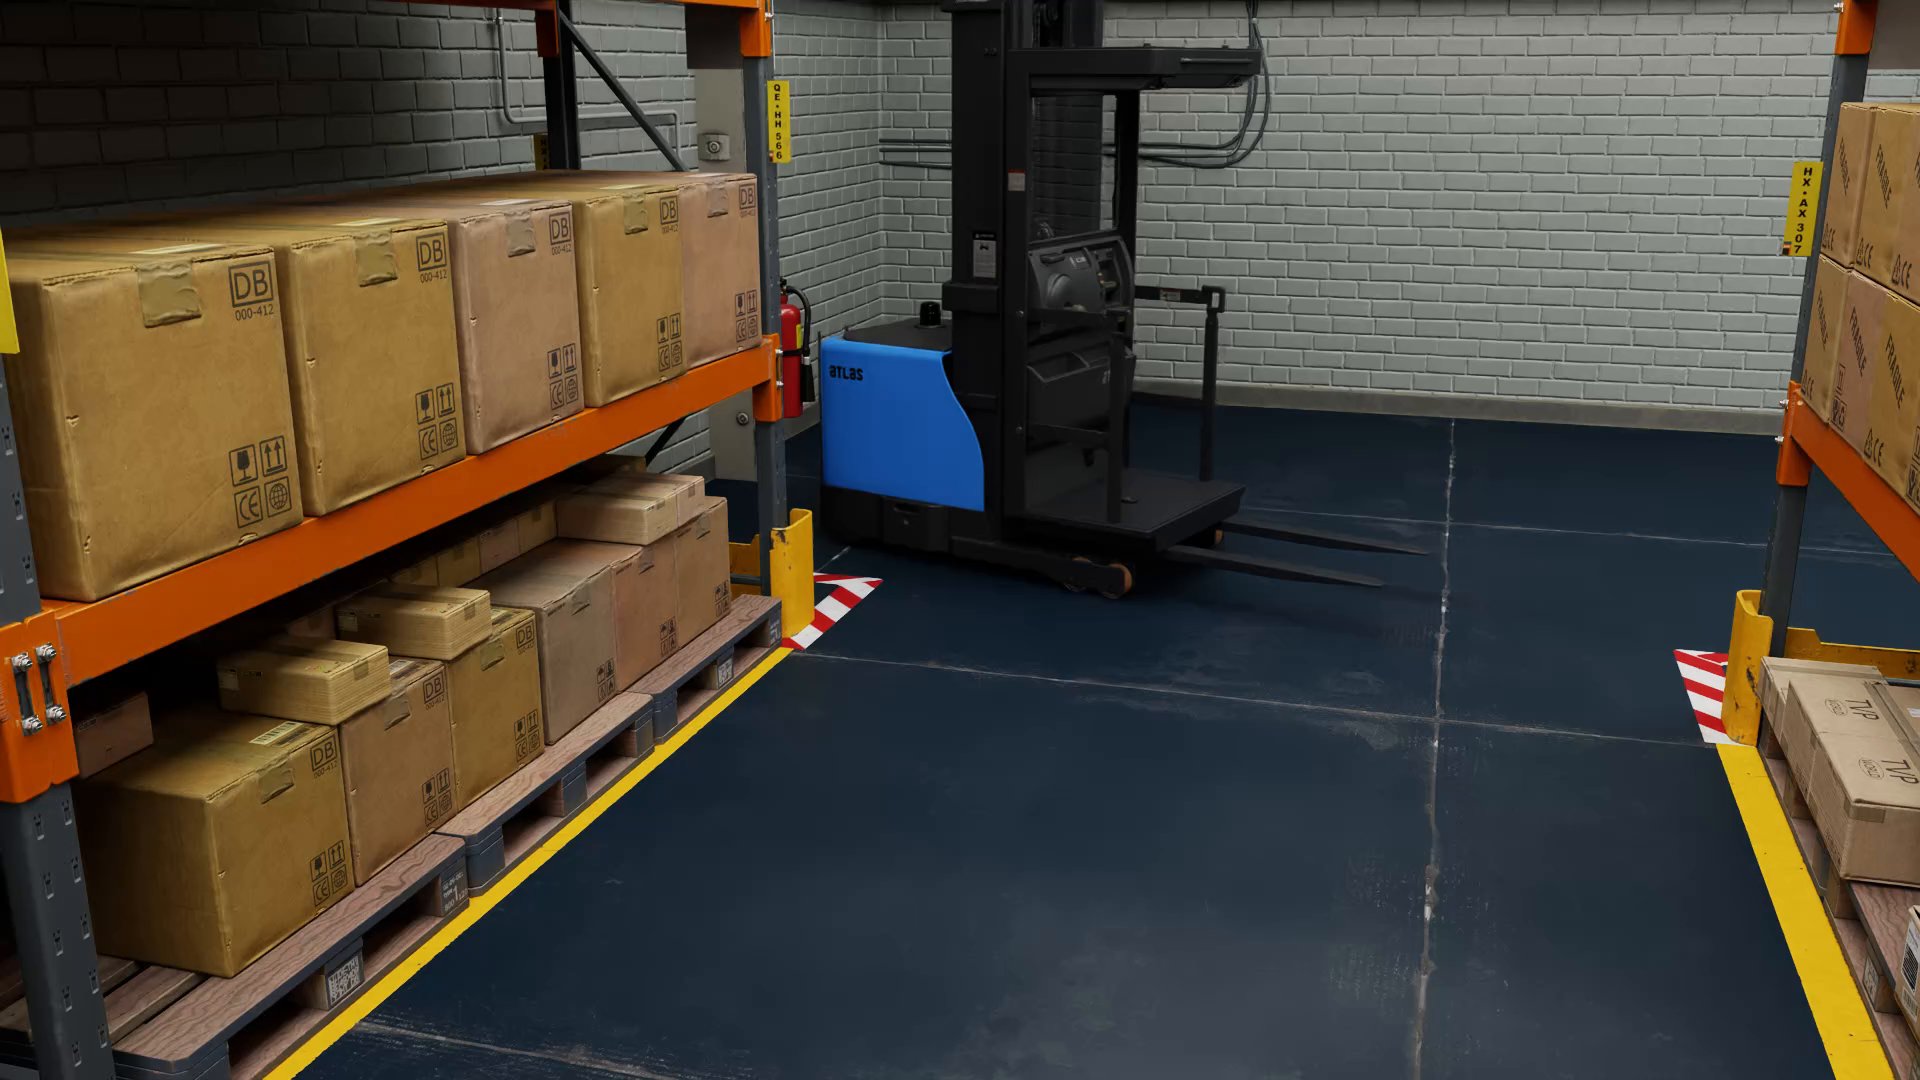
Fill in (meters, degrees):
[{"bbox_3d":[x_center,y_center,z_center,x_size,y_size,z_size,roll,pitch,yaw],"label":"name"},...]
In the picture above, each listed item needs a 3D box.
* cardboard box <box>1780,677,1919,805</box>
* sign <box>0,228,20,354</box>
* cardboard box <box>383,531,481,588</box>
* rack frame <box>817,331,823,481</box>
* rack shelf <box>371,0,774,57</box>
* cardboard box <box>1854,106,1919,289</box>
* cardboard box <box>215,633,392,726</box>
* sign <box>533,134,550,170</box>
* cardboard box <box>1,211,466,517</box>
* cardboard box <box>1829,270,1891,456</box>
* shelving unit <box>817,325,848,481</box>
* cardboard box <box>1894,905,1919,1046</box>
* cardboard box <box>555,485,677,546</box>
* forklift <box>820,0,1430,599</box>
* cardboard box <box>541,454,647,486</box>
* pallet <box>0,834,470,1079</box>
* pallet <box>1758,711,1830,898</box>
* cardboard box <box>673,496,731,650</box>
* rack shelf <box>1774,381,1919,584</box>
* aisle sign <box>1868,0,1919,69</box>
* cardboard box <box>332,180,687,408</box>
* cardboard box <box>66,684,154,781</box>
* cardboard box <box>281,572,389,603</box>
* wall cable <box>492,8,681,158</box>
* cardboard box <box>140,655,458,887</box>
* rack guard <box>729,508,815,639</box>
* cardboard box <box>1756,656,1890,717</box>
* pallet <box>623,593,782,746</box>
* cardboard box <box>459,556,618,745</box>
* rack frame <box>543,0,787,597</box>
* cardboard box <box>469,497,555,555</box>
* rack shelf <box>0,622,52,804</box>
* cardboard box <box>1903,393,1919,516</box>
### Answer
[{"bbox_3d":[2.921,0.656,5.253,0.500,0.250,0.500,5,16,16],"label":"cardboard box"},{"bbox_3d":[-1.875,-0.522,3.198,0.100,0.325,0.005,5,16,16],"label":"sign"},{"bbox_3d":[-1.879,0.073,5.696,0.380,0.149,0.250,5,17,16],"label":"cardboard box"},{"bbox_3d":[-0.681,-0.604,9.034,0.200,1.050,0.008,10,19,32],"label":"rack frame"},{"bbox_3d":[-1.830,-1.663,5.018,1.077,0.370,4.000,5,16,16],"label":"rack shelf"},{"bbox_3d":[2.969,-1.003,4.851,0.500,0.500,0.500,5,17,16],"label":"cardboard box"},{"bbox_3d":[-1.815,0.382,4.607,0.380,0.149,0.250,5,17,18],"label":"cardboard box"},{"bbox_3d":[-1.792,-1.589,7.202,0.100,0.325,0.005,5,16,16],"label":"sign"},{"bbox_3d":[-2.015,-0.519,4.611,0.980,0.700,0.700,4,16,14],"label":"cardboard box"},{"bbox_3d":[2.969,-0.523,4.995,0.500,0.500,0.500,4,16,15],"label":"cardboard box"},{"bbox_3d":[-0.613,-0.632,9.132,0.215,1.050,0.252,10,19,32],"label":"shelving unit"},{"bbox_3d":[2.456,1.055,3.735,0.500,0.311,0.500,5,16,16],"label":"cardboard box"},{"bbox_3d":[-1.298,-0.096,6.292,0.380,0.149,0.250,5,17,17],"label":"cardboard box"},{"bbox_3d":[0.773,-1.298,8.033,3.031,2.935,1.130,10,19,32],"label":"forklift"},{"bbox_3d":[-1.520,-0.258,6.866,0.380,0.149,0.250,5,17,16],"label":"cardboard box"},{"bbox_3d":[-2.107,1.106,4.545,1.003,0.211,1.213,5,16,16],"label":"pallet"},{"bbox_3d":[3.242,0.864,5.398,1.003,0.211,1.213,5,16,16],"label":"pallet"},{"bbox_3d":[-1.364,0.102,6.784,0.700,0.500,0.500,5,16,16],"label":"cardboard box"},{"bbox_3d":[2.921,0.163,4.076,1.077,0.370,4.000,5,16,16],"label":"rack shelf"},{"bbox_3d":[3.227,-1.998,5.611,0.394,0.787,0.004,5,16,16],"label":"aisle sign"},{"bbox_3d":[-1.593,-0.908,5.985,0.980,0.700,0.700,4,16,15],"label":"cardboard box"},{"bbox_3d":[-2.319,0.480,4.262,0.380,0.149,0.250,5,16,16],"label":"cardboard box"},{"bbox_3d":[-2.024,0.207,5.224,0.380,0.149,0.250,5,17,16],"label":"cardboard box"},{"bbox_3d":[-1.804,-1.987,8.475,0.084,1.984,1.851,5,16,16],"label":"wall cable"},{"bbox_3d":[-1.941,0.639,4.892,0.700,0.500,0.500,4,16,15],"label":"cardboard box"},{"bbox_3d":[-1.254,0.107,7.537,1.175,0.500,0.348,5,16,16],"label":"rack guard"},{"bbox_3d":[3.041,0.536,5.860,0.380,0.149,0.250,5,16,16],"label":"cardboard box"},{"bbox_3d":[-1.413,0.467,6.795,1.003,0.211,1.213,5,16,16],"label":"pallet"},{"bbox_3d":[-1.649,0.364,5.859,0.700,0.500,0.500,4,16,14],"label":"cardboard box"},{"bbox_3d":[-1.261,-1.090,7.174,1.000,3.000,0.127,5,16,16],"label":"rack frame"},{"bbox_3d":[-1.735,-0.060,6.168,0.380,0.149,0.250,5,17,16],"label":"cardboard box"},{"bbox_3d":[-2.966,0.826,1.738,1.077,0.370,4.000,5,16,16],"label":"rack shelf"},{"bbox_3d":[2.680,-0.262,4.072,0.500,0.500,0.500,5,17,17],"label":"cardboard box"}]
